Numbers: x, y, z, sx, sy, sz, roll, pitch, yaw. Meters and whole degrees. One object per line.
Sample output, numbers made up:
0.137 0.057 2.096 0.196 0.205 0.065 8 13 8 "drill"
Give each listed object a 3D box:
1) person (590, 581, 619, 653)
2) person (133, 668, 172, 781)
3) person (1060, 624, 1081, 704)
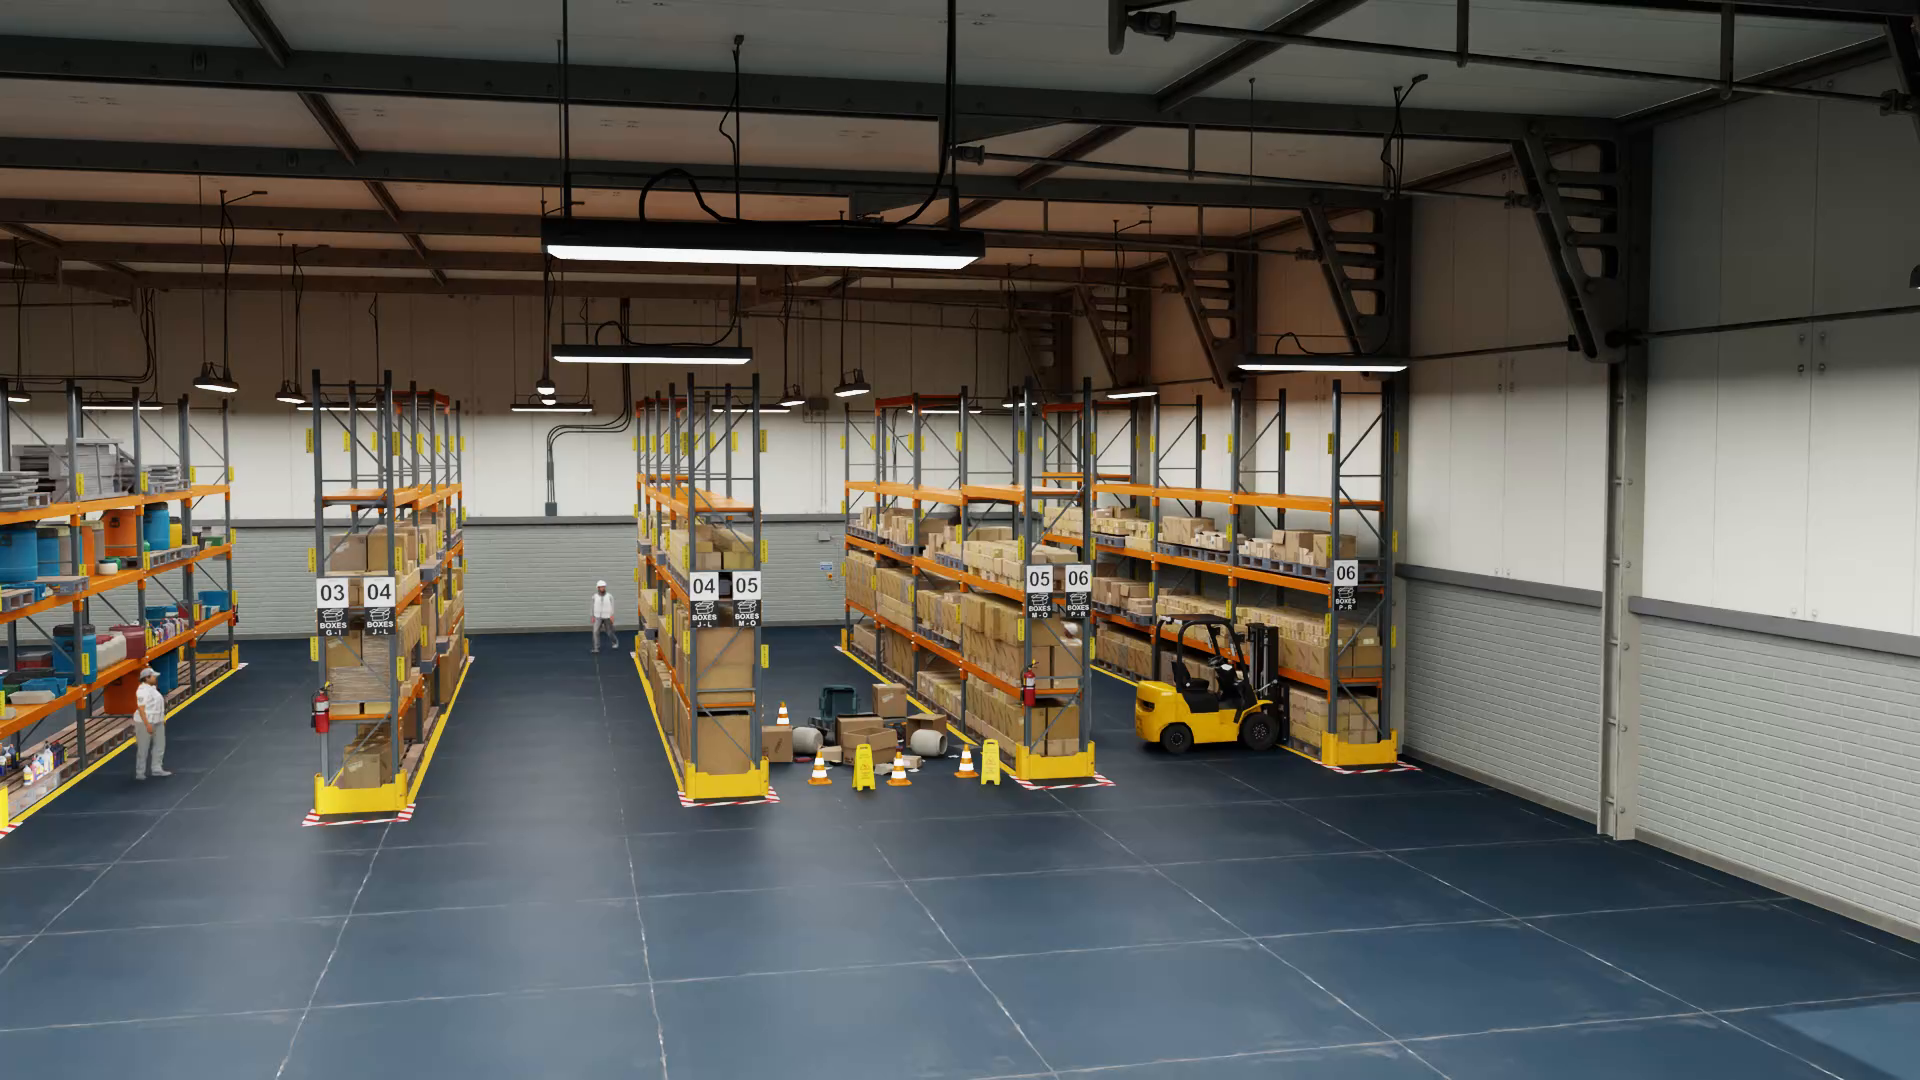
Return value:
-8.562 1.836 39.883 0.612 1.728 0.972 1 3 11 "person"
-12.147 2.746 24.910 0.422 1.667 0.514 1 3 15 "person"
1.876 2.389 30.086 0.648 1.785 0.598 -1 3 -17 "person"
